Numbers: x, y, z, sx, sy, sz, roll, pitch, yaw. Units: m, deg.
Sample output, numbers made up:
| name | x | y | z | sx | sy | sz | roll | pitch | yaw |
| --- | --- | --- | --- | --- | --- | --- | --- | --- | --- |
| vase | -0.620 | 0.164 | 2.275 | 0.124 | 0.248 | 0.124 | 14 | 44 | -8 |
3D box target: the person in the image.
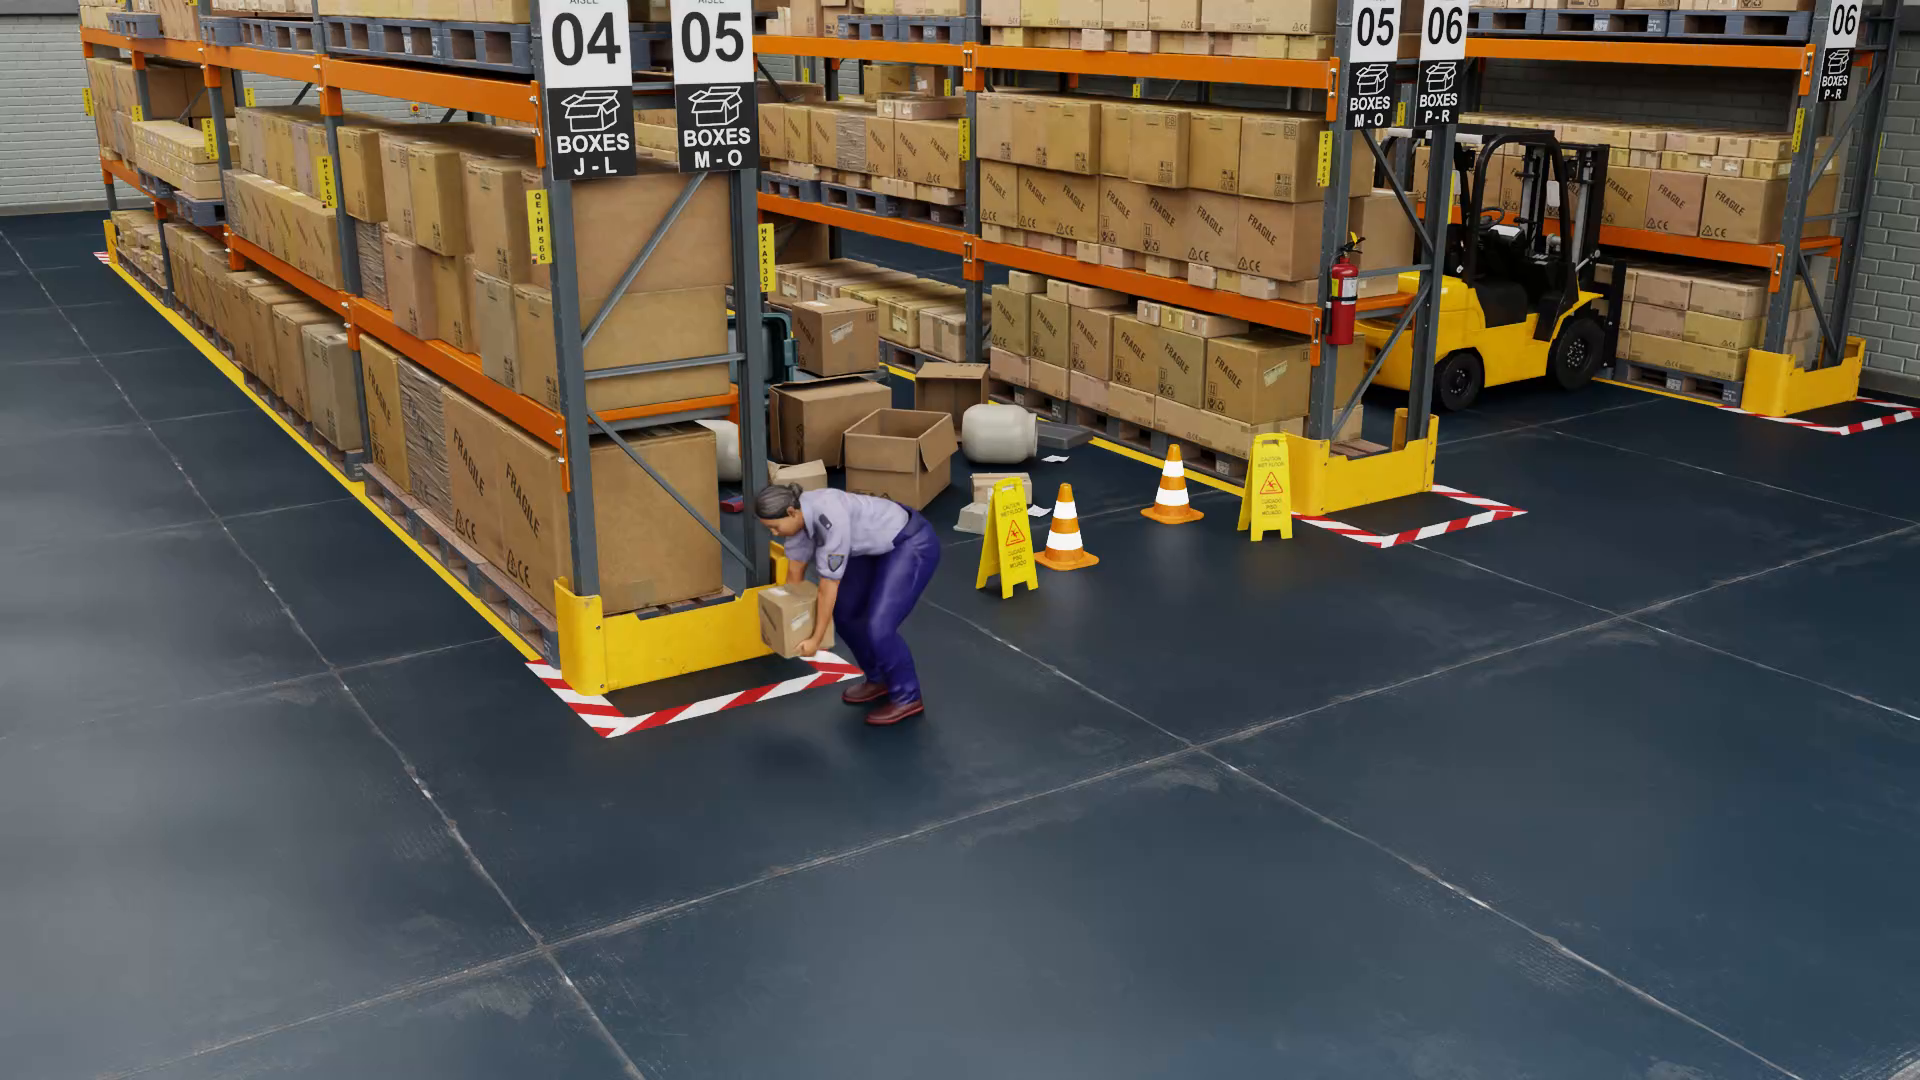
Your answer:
| name | x | y | z | sx | sy | sz | roll | pitch | yaw |
| --- | --- | --- | --- | --- | --- | --- | --- | --- | --- |
| person | -0.512 | 0.259 | 7.567 | 0.868 | 1.169 | 0.488 | -10 | 21 | -29 |
